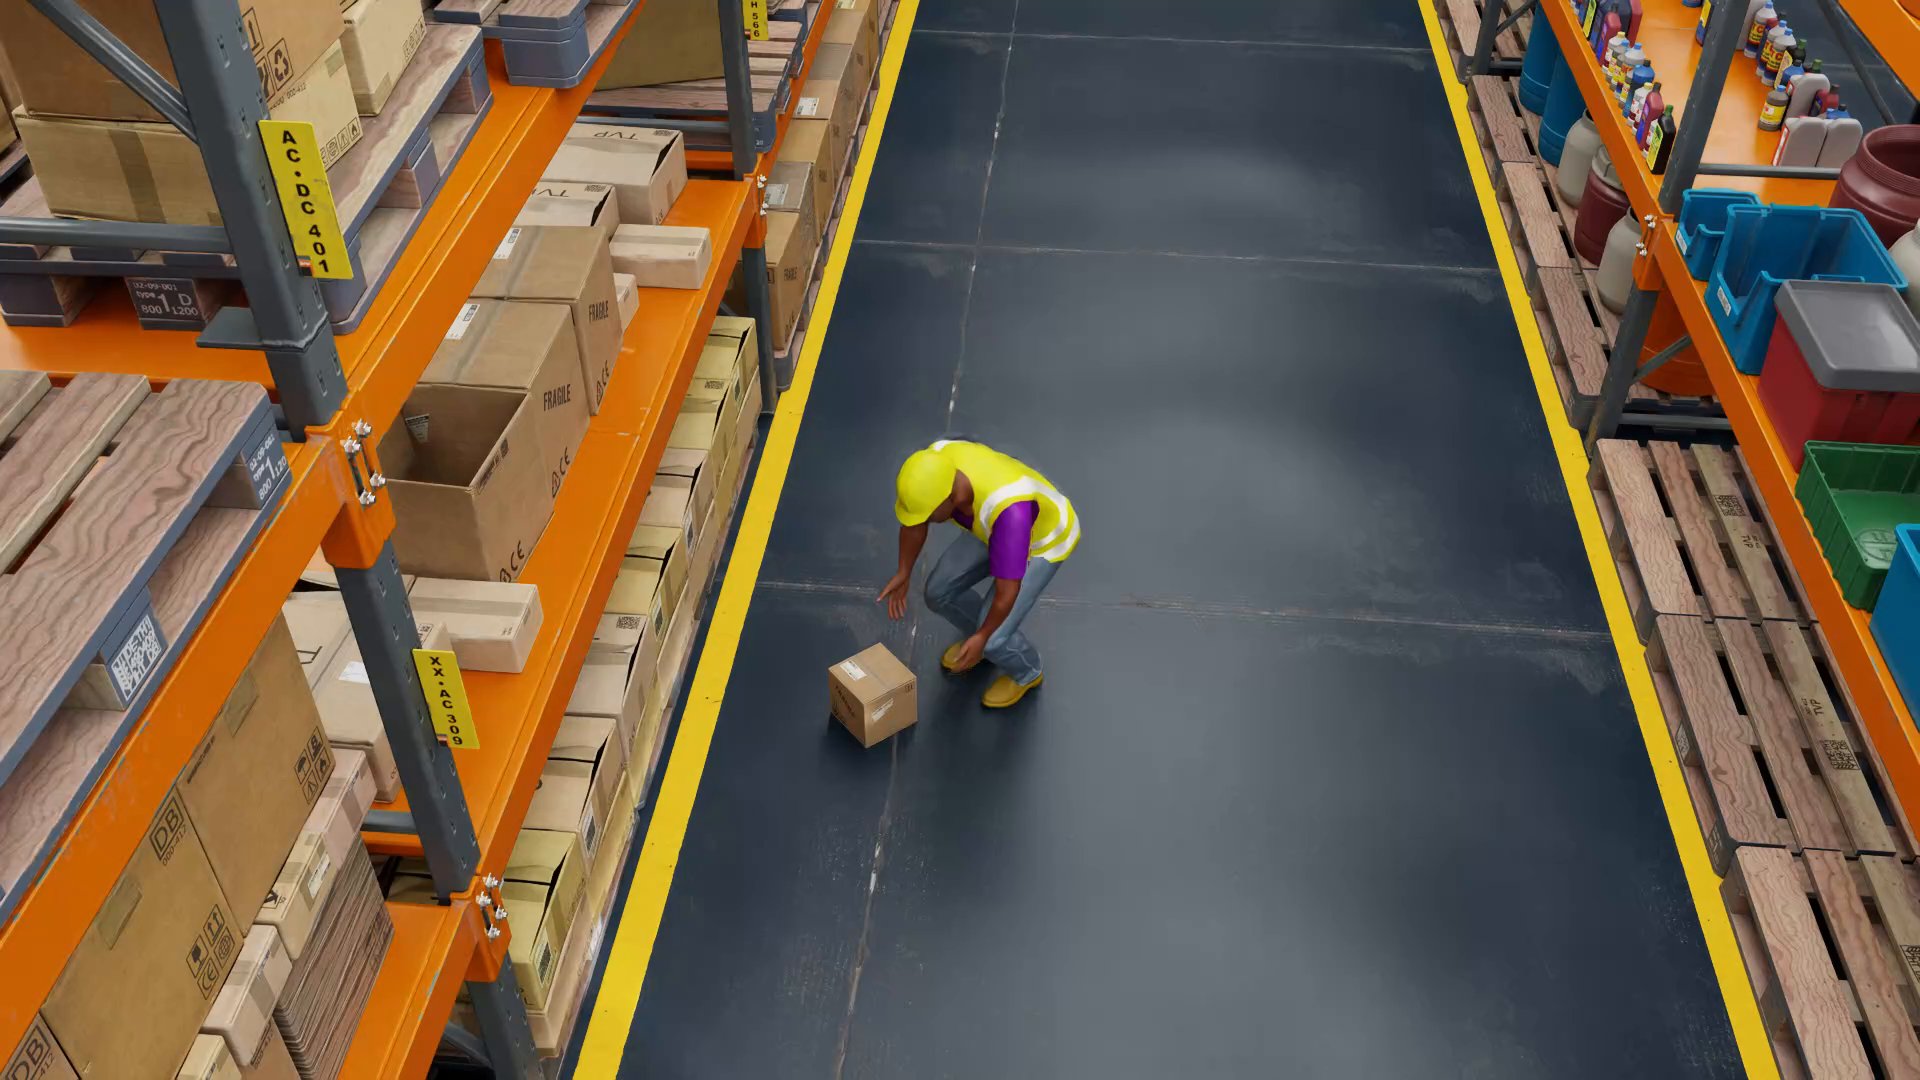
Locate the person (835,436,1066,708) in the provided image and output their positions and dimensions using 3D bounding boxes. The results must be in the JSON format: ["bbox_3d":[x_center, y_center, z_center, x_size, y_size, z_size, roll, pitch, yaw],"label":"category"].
[{"bbox_3d":[-0.050,0.125,6.353,0.940,1.295,0.482,-27,47,-29],"label":"person"}]
